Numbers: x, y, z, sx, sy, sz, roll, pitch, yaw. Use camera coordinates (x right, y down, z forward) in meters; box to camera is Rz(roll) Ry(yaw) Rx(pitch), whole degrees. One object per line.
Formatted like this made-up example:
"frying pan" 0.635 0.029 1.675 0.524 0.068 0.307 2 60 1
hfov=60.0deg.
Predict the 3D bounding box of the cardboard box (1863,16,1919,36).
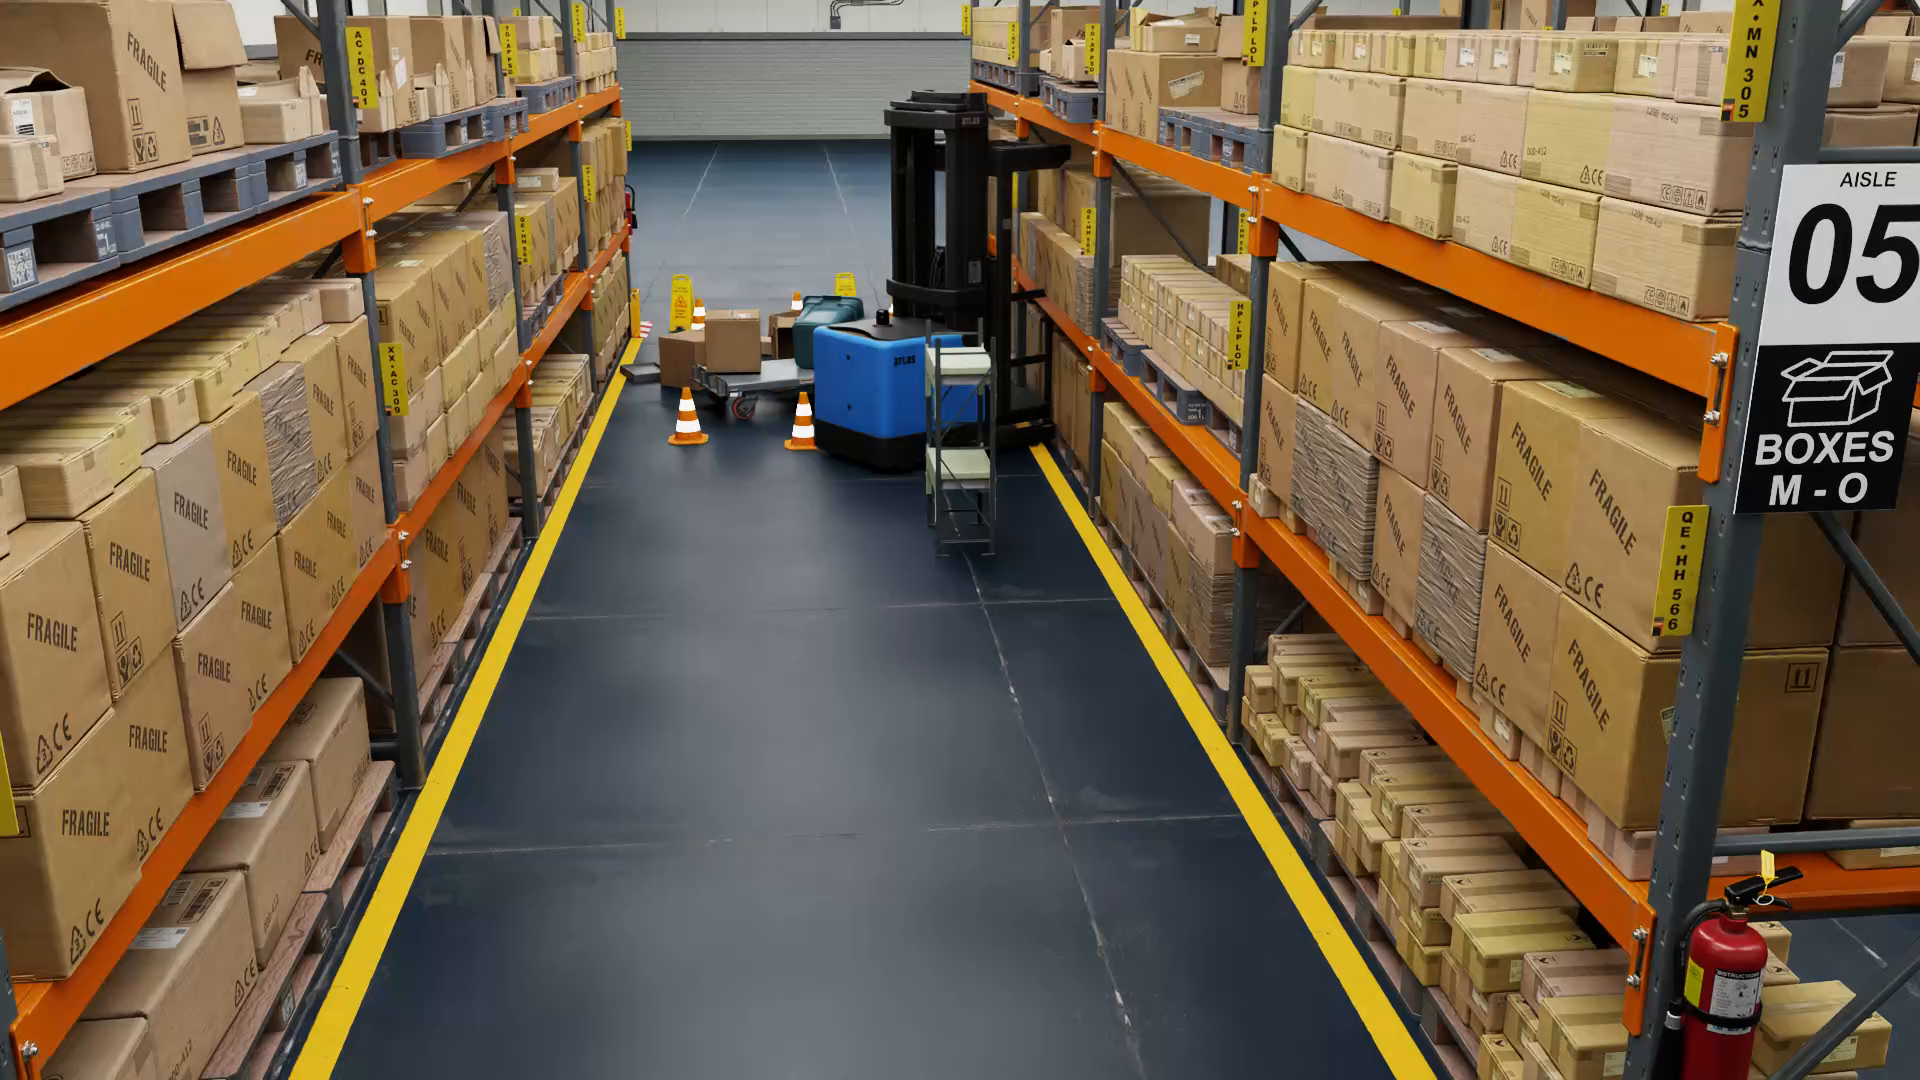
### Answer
"cardboard box" 6.525 -3.241 11.110 0.797 0.503 0.637 -1 17 -2

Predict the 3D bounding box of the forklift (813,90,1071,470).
"forklift" 0.234 -2.301 14.112 3.031 2.935 1.130 -14 22 -37

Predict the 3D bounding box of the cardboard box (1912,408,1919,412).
"cardboard box" 2.431 -0.191 4.946 0.500 0.500 0.500 -1 17 -4

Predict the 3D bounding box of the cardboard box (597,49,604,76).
"cardboard box" -3.807 -4.719 16.447 0.500 0.250 0.500 -2 18 -5

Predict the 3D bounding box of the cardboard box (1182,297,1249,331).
"cardboard box" 1.490 -1.291 9.505 0.380 0.149 0.250 -3 18 -8

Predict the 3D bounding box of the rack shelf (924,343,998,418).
"rack shelf" -0.001 -1.090 11.342 0.431 0.370 0.720 -2 18 -6

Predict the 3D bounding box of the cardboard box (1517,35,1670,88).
"cardboard box" 1.889 -1.417 4.924 0.380 0.149 0.250 -2 18 -7

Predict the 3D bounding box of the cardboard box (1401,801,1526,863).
"cardboard box" 1.880 1.104 6.217 0.380 0.149 0.250 -2 18 -7

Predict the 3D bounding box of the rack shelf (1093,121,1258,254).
"rack shelf" 1.653 -2.108 9.578 1.077 0.370 4.000 -2 18 -6

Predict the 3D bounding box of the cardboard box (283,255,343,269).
"cardboard box" -3.443 -1.197 8.646 0.500 0.500 0.500 -1 17 -4

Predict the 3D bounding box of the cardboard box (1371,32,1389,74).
"cardboard box" 1.754 -1.808 6.171 0.380 0.149 0.250 -2 18 -7

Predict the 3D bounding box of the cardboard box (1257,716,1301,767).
"cardboard box" 1.605 0.933 7.756 0.380 0.149 0.250 -1 17 -4

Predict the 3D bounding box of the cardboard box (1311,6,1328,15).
"cardboard box" 1.900 -2.965 9.661 0.396 0.266 0.258 -2 18 -6

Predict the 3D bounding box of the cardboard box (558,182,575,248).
"cardboard box" -3.551 -2.737 14.021 0.500 0.500 0.500 -2 18 -5

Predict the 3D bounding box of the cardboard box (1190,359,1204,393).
"cardboard box" 1.510 -0.926 9.338 0.380 0.149 0.250 -3 18 -8

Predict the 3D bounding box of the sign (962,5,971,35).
"sign" 0.069 -5.870 18.768 0.100 0.325 0.005 -2 18 -6

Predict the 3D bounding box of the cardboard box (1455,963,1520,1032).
"cardboard box" 1.878 1.482 5.510 0.380 0.149 0.250 -2 18 -8

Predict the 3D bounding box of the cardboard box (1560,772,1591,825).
"cardboard box" 1.969 0.724 4.784 0.380 0.149 0.250 -2 18 -6

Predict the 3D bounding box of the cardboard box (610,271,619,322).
"cardboard box" -3.847 -2.526 17.354 0.500 0.500 0.500 -2 18 -7

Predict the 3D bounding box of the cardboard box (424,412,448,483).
"cardboard box" -2.891 -0.463 8.395 0.500 0.250 0.500 -2 18 -7

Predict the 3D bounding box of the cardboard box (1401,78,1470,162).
"cardboard box" 1.827 -1.416 5.587 0.500 0.250 0.500 -3 18 -8

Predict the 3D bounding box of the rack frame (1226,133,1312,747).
"rack frame" 1.859 -0.424 8.021 1.000 3.000 0.127 -2 18 -6

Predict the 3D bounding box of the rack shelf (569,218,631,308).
"rack shelf" -4.085 -2.877 17.036 1.077 0.370 4.000 -2 18 -6

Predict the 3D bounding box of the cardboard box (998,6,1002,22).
"cardboard box" 0.574 -5.149 16.281 0.380 0.149 0.250 -2 18 -5

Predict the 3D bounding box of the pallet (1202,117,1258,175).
"pallet" 1.902 -1.953 8.196 1.213 0.211 1.003 -2 18 -6

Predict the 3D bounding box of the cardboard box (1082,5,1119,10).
"cardboard box" 1.335 -4.867 15.383 0.380 0.149 0.250 -2 18 -5

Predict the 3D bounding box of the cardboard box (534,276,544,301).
"cardboard box" -3.301 -1.867 12.334 0.380 0.149 0.250 -2 18 -5

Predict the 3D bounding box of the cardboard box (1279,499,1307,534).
"cardboard box" 1.664 -0.135 7.520 0.380 0.149 0.250 -1 17 -4

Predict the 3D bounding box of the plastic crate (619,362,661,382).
"plastic crate" -3.225 -1.725 17.038 0.402 0.080 0.583 -8 19 -25

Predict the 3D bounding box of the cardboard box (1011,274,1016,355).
"cardboard box" 0.942 -2.453 17.327 0.875 0.875 0.875 -2 18 -5

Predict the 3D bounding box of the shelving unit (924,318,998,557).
"shelving unit" -0.001 -0.718 11.459 0.431 1.500 0.755 -2 18 -6

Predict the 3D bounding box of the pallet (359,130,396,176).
"pallet" -3.197 -1.853 7.883 0.805 0.209 1.217 -2 18 -8

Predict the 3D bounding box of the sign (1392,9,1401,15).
"sign" 5.026 -5.954 19.168 0.100 0.325 0.005 -2 18 -6

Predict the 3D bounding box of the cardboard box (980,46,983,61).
"cardboard box" 0.417 -5.221 17.843 0.380 0.149 0.250 -2 18 -5

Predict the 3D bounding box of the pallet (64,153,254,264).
"pallet" -2.857 -1.023 5.069 1.003 0.211 1.213 -2 18 -6

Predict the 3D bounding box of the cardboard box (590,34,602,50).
"cardboard box" -3.771 -4.961 16.551 0.380 0.149 0.250 -1 17 -4

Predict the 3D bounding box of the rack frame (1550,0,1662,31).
"rack frame" 5.978 -5.793 15.107 1.000 3.000 0.127 -2 18 -6

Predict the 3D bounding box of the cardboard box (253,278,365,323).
"cardboard box" -2.705 -0.994 6.915 0.380 0.149 0.250 -2 18 -7

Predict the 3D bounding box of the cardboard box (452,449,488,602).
"cardboard box" -3.390 -0.146 9.979 0.875 0.875 0.875 -2 17 -5

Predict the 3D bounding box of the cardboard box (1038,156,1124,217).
"cardboard box" 1.091 -3.185 14.978 0.700 0.500 0.500 -2 18 -7

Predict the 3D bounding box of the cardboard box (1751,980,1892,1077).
"cardboard box" 2.556 1.477 5.031 0.380 0.149 0.250 -3 18 -8

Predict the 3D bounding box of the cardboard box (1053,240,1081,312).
"cardboard box" 1.032 -2.087 13.151 0.500 0.500 0.500 -2 18 -7

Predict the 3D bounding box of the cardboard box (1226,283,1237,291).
"cardboard box" 1.980 -1.626 11.070 0.380 0.149 0.250 -1 17 -4

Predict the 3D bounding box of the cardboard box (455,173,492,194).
"cardboard box" -3.968 -2.853 13.309 0.380 0.149 0.250 -1 17 -3

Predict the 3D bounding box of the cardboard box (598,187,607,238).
"cardboard box" -3.761 -3.253 16.367 0.500 0.500 0.500 -2 18 -6

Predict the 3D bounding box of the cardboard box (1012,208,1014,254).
"cardboard box" 0.905 -3.152 16.459 0.875 0.550 0.550 -2 18 -6

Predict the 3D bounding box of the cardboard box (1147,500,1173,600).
"cardboard box" 1.431 0.049 9.984 0.500 0.500 0.500 -2 18 -7

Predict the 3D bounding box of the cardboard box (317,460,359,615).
"cardboard box" -2.693 -0.006 6.520 0.500 0.500 0.500 -2 18 -7

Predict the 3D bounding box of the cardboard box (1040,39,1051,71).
"cardboard box" 0.848 -4.235 14.509 0.258 0.266 0.396 -2 18 -7

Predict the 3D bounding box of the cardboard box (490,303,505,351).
"cardboard box" -3.107 -1.311 10.261 0.500 0.250 0.500 -2 18 -7

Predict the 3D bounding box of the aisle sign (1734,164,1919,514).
"aisle sign" 1.981 -0.442 3.737 0.394 0.787 0.004 -2 18 -6

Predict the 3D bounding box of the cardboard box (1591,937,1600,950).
"cardboard box" 2.357 1.459 6.079 0.380 0.149 0.250 -2 18 -5

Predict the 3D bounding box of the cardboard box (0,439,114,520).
"cardboard box" -2.413 -0.155 4.244 0.380 0.149 0.250 -1 17 -4

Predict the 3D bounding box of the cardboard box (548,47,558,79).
"cardboard box" -3.675 -4.015 14.000 0.500 0.250 0.500 -2 18 -7

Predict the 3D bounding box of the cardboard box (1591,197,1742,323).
"cardboard box" 1.962 -0.720 4.204 0.500 0.250 0.500 -2 18 -7

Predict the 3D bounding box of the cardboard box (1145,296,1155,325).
"cardboard box" 1.384 -1.453 10.519 0.380 0.149 0.250 -2 18 -5

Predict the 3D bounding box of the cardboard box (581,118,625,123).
"cardboard box" -4.022 -4.338 18.153 0.700 0.500 0.500 -2 18 -7

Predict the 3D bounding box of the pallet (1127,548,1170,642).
"pallet" 1.649 0.310 10.338 1.003 0.211 1.213 -2 18 -6

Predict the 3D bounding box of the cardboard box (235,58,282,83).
"cardboard box" -3.354 -2.086 7.755 0.500 0.311 0.500 -2 18 -6
